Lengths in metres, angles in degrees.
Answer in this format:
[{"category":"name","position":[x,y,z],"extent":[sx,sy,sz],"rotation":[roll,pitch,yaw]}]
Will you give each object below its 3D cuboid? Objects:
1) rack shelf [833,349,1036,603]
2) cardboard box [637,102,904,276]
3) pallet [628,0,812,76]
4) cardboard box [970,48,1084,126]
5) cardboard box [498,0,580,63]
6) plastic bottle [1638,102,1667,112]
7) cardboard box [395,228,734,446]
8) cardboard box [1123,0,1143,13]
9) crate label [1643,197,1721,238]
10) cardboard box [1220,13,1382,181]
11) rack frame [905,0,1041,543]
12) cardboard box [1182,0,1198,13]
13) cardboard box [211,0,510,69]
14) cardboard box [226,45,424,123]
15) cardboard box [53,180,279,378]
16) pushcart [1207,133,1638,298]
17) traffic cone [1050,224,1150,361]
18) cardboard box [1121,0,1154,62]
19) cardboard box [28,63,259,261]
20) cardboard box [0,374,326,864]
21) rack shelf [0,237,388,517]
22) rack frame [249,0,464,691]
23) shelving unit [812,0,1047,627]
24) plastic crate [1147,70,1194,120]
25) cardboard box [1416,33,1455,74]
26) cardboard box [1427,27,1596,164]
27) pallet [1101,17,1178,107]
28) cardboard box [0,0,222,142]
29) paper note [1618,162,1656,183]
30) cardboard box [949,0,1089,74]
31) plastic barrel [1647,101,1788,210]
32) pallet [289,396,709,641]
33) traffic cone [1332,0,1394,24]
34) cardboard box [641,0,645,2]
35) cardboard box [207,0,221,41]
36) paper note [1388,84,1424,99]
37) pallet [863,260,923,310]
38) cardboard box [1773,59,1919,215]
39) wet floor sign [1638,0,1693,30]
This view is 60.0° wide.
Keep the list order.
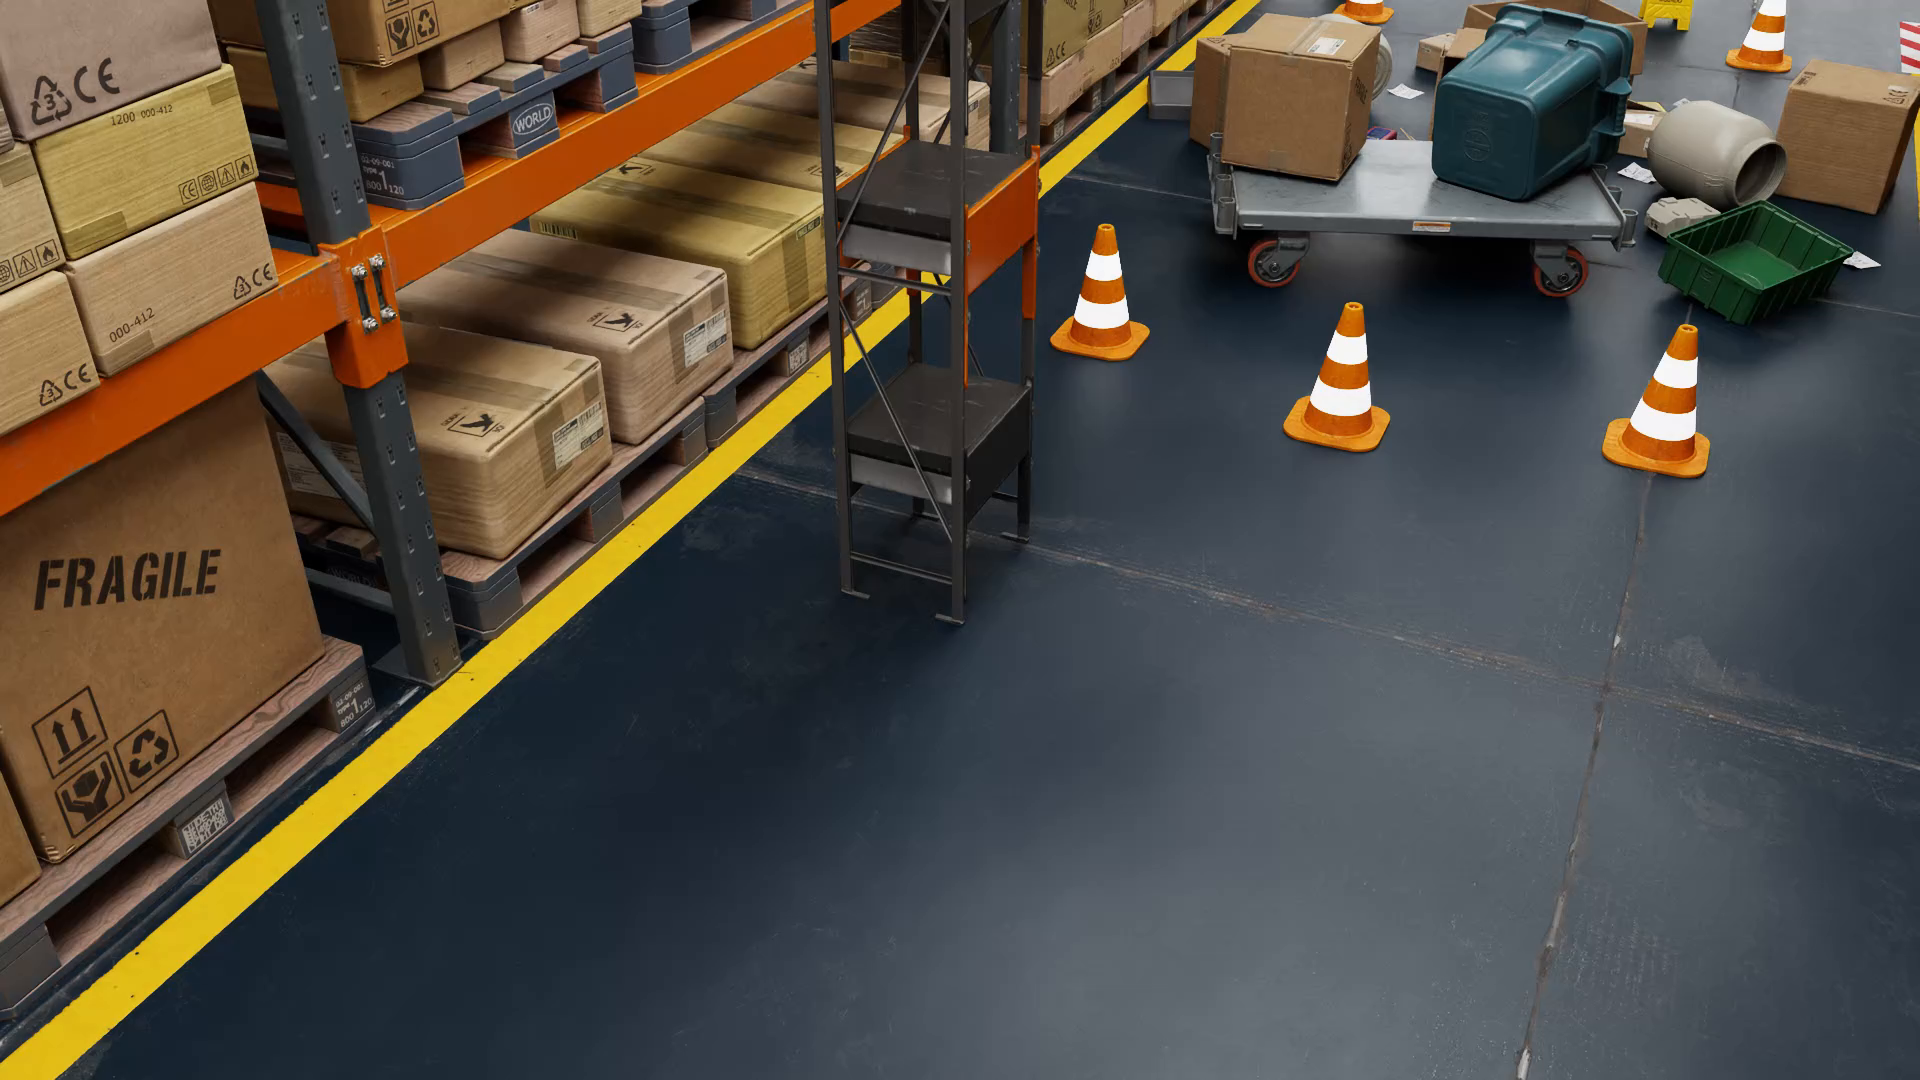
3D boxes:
[{"category":"rack shelf","position":[-0.069,-0.199,4.940],"extent":[0.431,0.518,0.480],"rotation":[14,36,20]},{"category":"cardboard box","position":[-0.725,-1.430,6.709],"extent":[0.950,0.372,0.625],"rotation":[16,37,23]},{"category":"pallet","position":[-1.093,-1.897,5.582],"extent":[1.003,0.211,1.213],"rotation":[14,36,20]},{"category":"cardboard box","position":[0.282,-2.232,8.042],"extent":[0.500,0.250,0.500],"rotation":[13,35,18]},{"category":"cardboard box","position":[-1.274,-1.430,4.542],"extent":[0.380,0.149,0.250],"rotation":[12,35,17]},{"category":"plastic bottle","position":[3.543,-2.166,8.497],"extent":[0.133,0.061,0.283],"rotation":[3,33,4]},{"category":"cardboard box","position":[-1.337,-0.707,5.606],"extent":[0.950,0.372,0.625],"rotation":[13,36,20]},{"category":"cardboard box","position":[0.714,-3.072,8.641],"extent":[0.500,0.500,0.500],"rotation":[16,37,23]},{"category":"crate label","position":[3.152,-1.392,7.248],"extent":[0.298,0.136,0.250],"rotation":[-9,34,-13]},{"category":"cardboard box","position":[1.419,-1.852,6.928],"extent":[0.500,0.500,0.500],"rotation":[14,36,20]},{"category":"rack frame","position":[0.033,-0.917,4.734],"extent":[0.400,2.100,0.015],"rotation":[14,36,20]},{"category":"cardboard box","position":[1.146,-3.271,9.628],"extent":[0.500,0.250,0.500],"rotation":[14,36,21]},{"category":"cardboard box","position":[-1.485,-1.495,4.048],"extent":[0.500,0.500,0.500],"rotation":[13,35,19]},{"category":"cardboard box","position":[-1.579,-1.171,4.147],"extent":[0.380,0.149,0.250],"rotation":[12,35,18]},{"category":"cardboard box","position":[-1.860,-0.608,3.578],"extent":[0.500,0.250,0.500],"rotation":[13,35,19]},{"category":"pushcart","position":[1.882,-1.379,7.009],"extent":[1.648,0.377,0.936],"rotation":[3,33,4]},{"category":"traffic cone","position":[0.543,-0.974,6.314],"extent":[0.336,0.463,0.334],"rotation":[14,36,20]},{"category":"cardboard box","position":[0.714,-2.765,8.856],"extent":[0.500,0.250,0.500],"rotation":[14,36,20]},{"category":"cardboard box","position":[-1.856,-0.829,3.459],"extent":[0.500,0.250,0.500],"rotation":[14,36,20]},{"category":"cardboard box","position":[-2.248,0.056,3.983],"extent":[0.875,0.875,0.875],"rotation":[14,36,20]},{"category":"rack shelf","position":[-2.721,0.315,2.690],"extent":[1.077,0.370,4.000],"rotation":[14,36,20]},{"category":"rack frame","position":[-1.884,-0.982,4.012],"extent":[1.000,3.000,0.127],"rotation":[14,36,20]},{"category":"shelving unit","position":[-0.069,-0.796,4.549],"extent":[0.431,2.100,0.503],"rotation":[14,36,20]},{"category":"plastic crate","position":[1.191,-2.347,8.756],"extent":[0.402,0.080,0.583],"rotation":[3,33,4]},{"category":"cardboard box","position":[2.750,-2.658,9.168],"extent":[0.250,0.149,0.380],"rotation":[-21,39,-29]},{"category":"cardboard box","position":[2.644,-2.056,7.802],"extent":[0.797,0.637,0.503],"rotation":[14,36,20]},{"category":"pallet","position":[0.548,-2.760,9.267],"extent":[1.003,0.211,1.213],"rotation":[14,36,20]},{"category":"cardboard box","position":[-1.862,-1.124,3.226],"extent":[0.500,0.500,0.500],"rotation":[13,35,19]},{"category":"paper note","position":[3.234,-1.740,7.883],"extent":[0.172,0.023,0.155],"rotation":[29,43,36]},{"category":"cardboard box","position":[0.282,-2.545,7.837],"extent":[0.500,0.500,0.500],"rotation":[16,36,23]},{"category":"plastic barrel","position":[3.409,-1.728,7.499],"extent":[0.421,0.421,0.512],"rotation":[-15,36,-21]},{"category":"pallet","position":[-1.555,-0.204,5.369],"extent":[1.003,0.211,1.213],"rotation":[14,36,20]},{"category":"traffic cone","position":[2.455,-3.395,10.006],"extent":[0.336,0.463,0.334],"rotation":[14,36,20]},{"category":"cardboard box","position":[-1.110,-1.700,4.954],"extent":[0.380,0.149,0.250],"rotation":[16,37,23]},{"category":"cardboard box","position":[-1.946,-1.614,4.230],"extent":[0.500,0.500,0.500],"rotation":[13,35,19]},{"category":"paper note","position":[2.384,-2.404,8.898],"extent":[0.148,0.019,0.142],"rotation":[29,43,36]},{"category":"pallet","position":[-0.535,-1.420,7.223],"extent":[1.003,0.211,1.213],"rotation":[14,36,20]},{"category":"cardboard box","position":[4.045,-1.853,7.618],"extent":[0.500,0.500,0.500],"rotation":[21,39,28]},{"category":"wet floor sign","position":[4.215,-3.365,9.793],"extent":[0.267,0.644,0.232],"rotation":[8,34,12]}]
